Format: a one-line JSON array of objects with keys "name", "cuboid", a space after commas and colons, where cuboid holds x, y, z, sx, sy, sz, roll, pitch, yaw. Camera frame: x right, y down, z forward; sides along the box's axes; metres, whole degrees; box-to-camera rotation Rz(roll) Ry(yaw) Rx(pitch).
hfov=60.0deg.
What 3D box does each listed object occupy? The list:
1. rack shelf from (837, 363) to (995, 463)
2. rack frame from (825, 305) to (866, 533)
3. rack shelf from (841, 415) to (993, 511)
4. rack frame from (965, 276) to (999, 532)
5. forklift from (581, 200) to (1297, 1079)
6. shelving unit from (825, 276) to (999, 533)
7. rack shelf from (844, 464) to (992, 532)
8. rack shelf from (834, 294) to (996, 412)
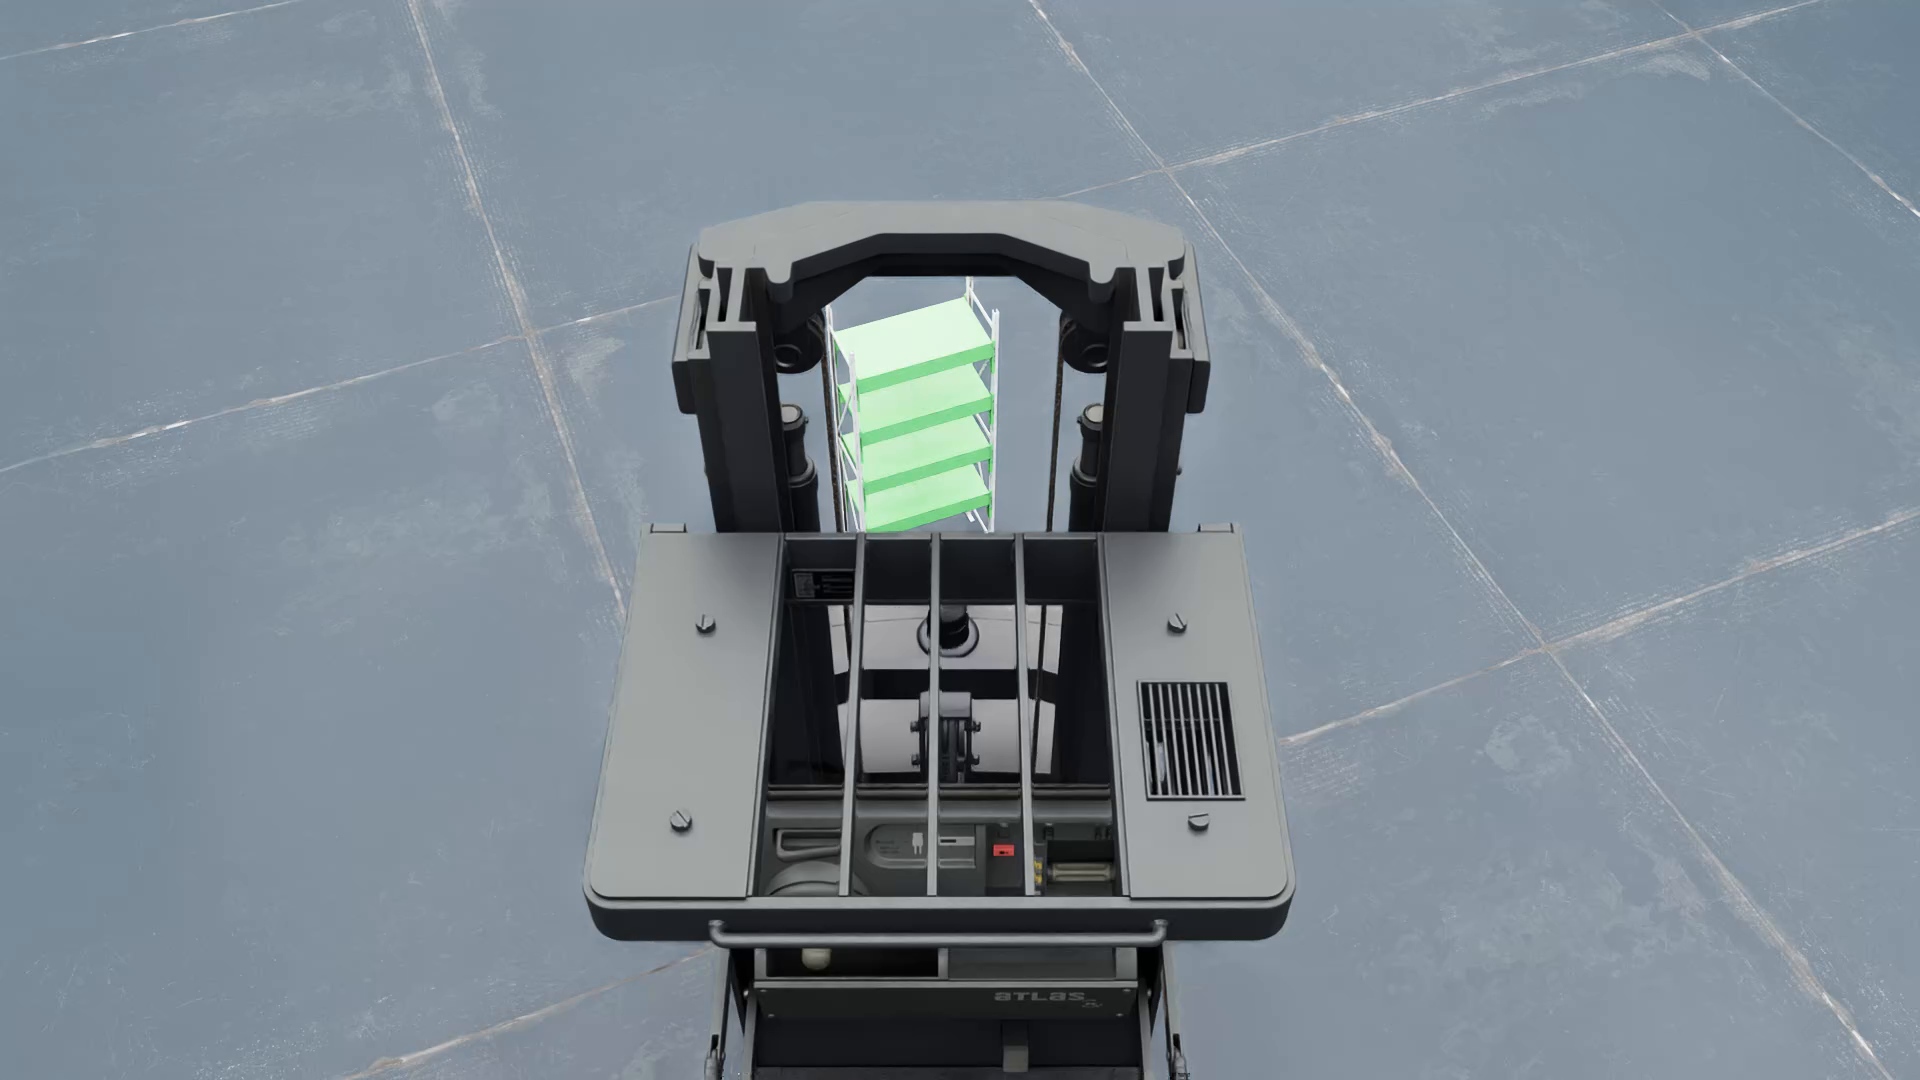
[{"name": "rack shelf", "cuboid": [-0.153, -0.458, 5.620, 0.480, 0.148, 0.258, -17, 52, -14]}, {"name": "rack frame", "cuboid": [-0.379, -0.273, 5.694, 0.015, 1.200, 0.240, -17, 52, -14]}, {"name": "rack shelf", "cuboid": [-0.153, -0.302, 5.803, 0.480, 0.148, 0.258, -17, 52, -14]}, {"name": "rack frame", "cuboid": [0.073, -0.413, 5.814, 0.015, 1.200, 0.240, -17, 52, -14]}, {"name": "forklift", "cuboid": [-0.032, 0.870, 3.571, 1.130, 2.935, 3.031, 0, 49, 0]}, {"name": "shelving unit", "cuboid": [-0.153, -0.343, 5.754, 0.503, 1.200, 0.258, -17, 52, -14]}, {"name": "rack shelf", "cuboid": [-0.153, -0.145, 5.985, 0.480, 0.148, 0.258, -17, 52, -14]}, {"name": "rack shelf", "cuboid": [-0.153, -0.615, 5.438, 0.480, 0.148, 0.258, -17, 52, -14]}]
